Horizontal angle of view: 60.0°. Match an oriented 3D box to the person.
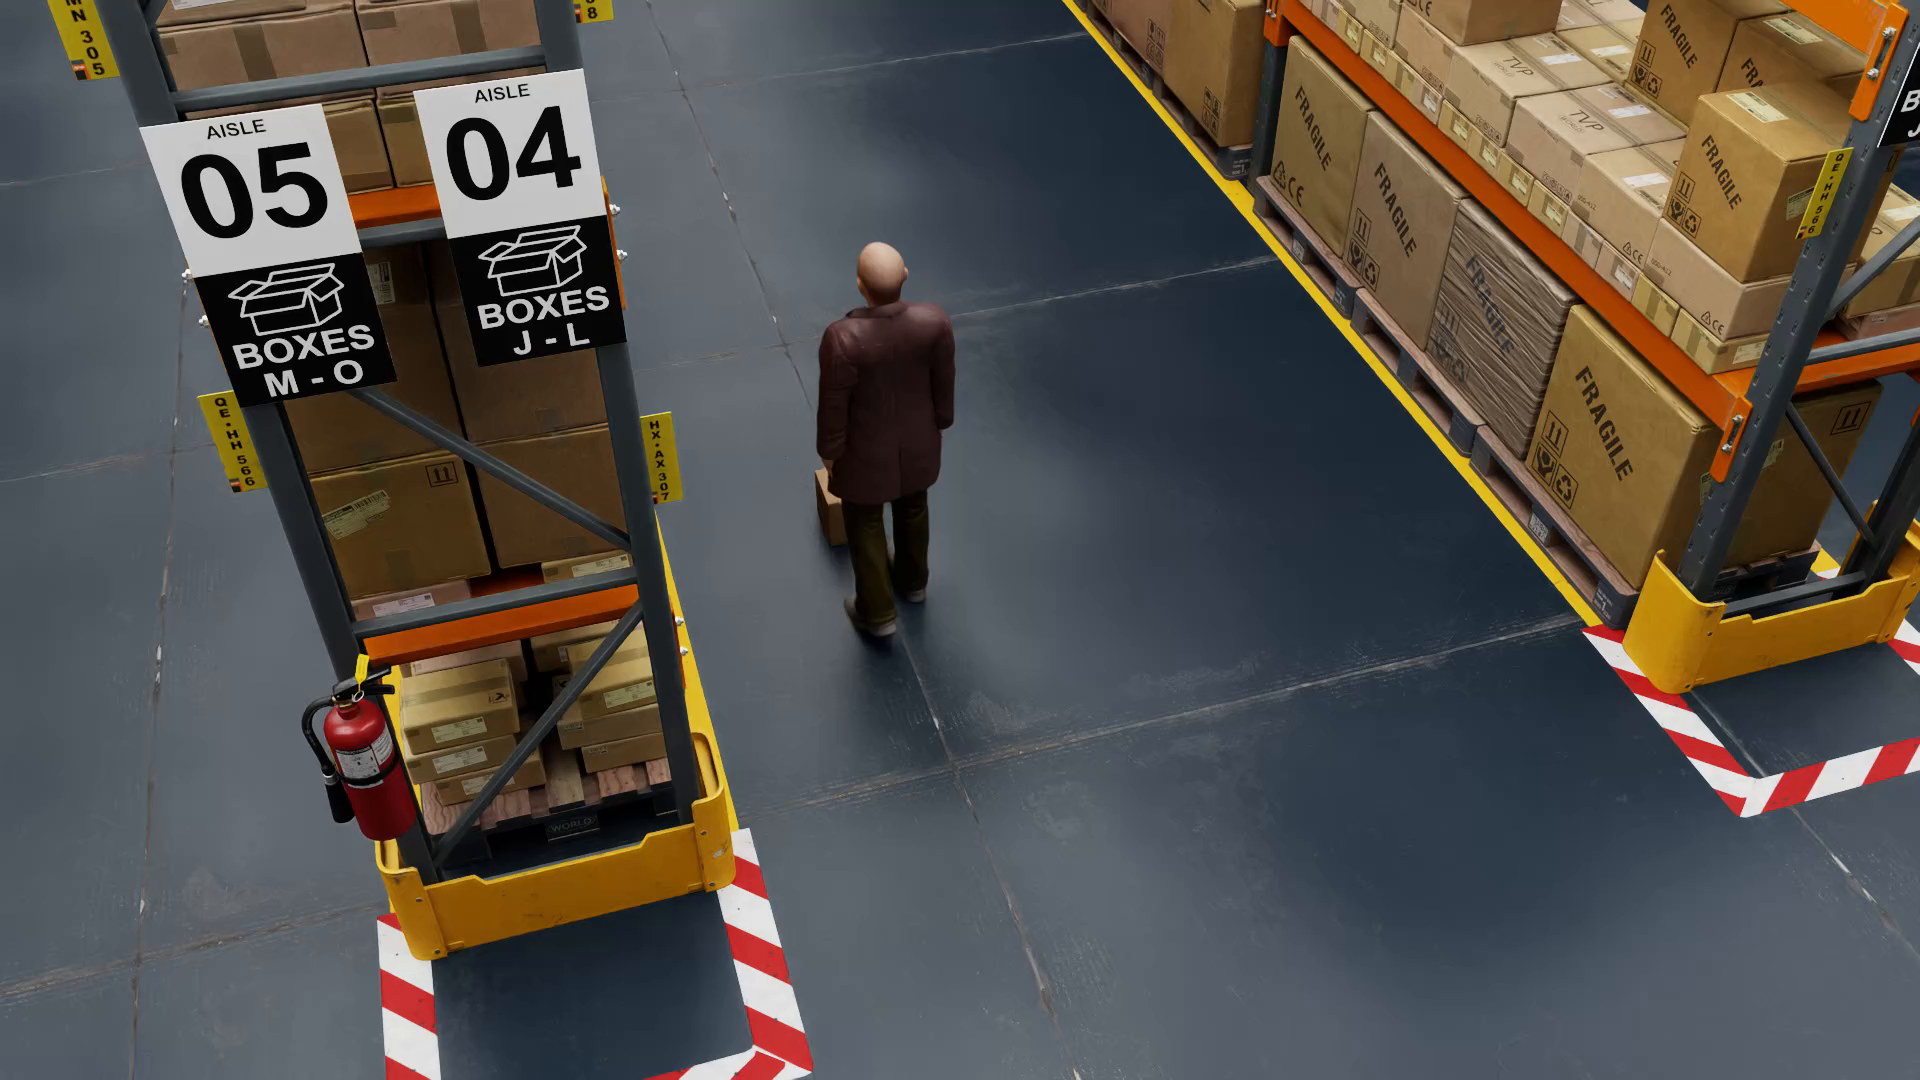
[{"bbox_3d":[-0.301,-0.402,6.648,0.583,1.824,0.580,-15,44,-16],"label":"person"}]
